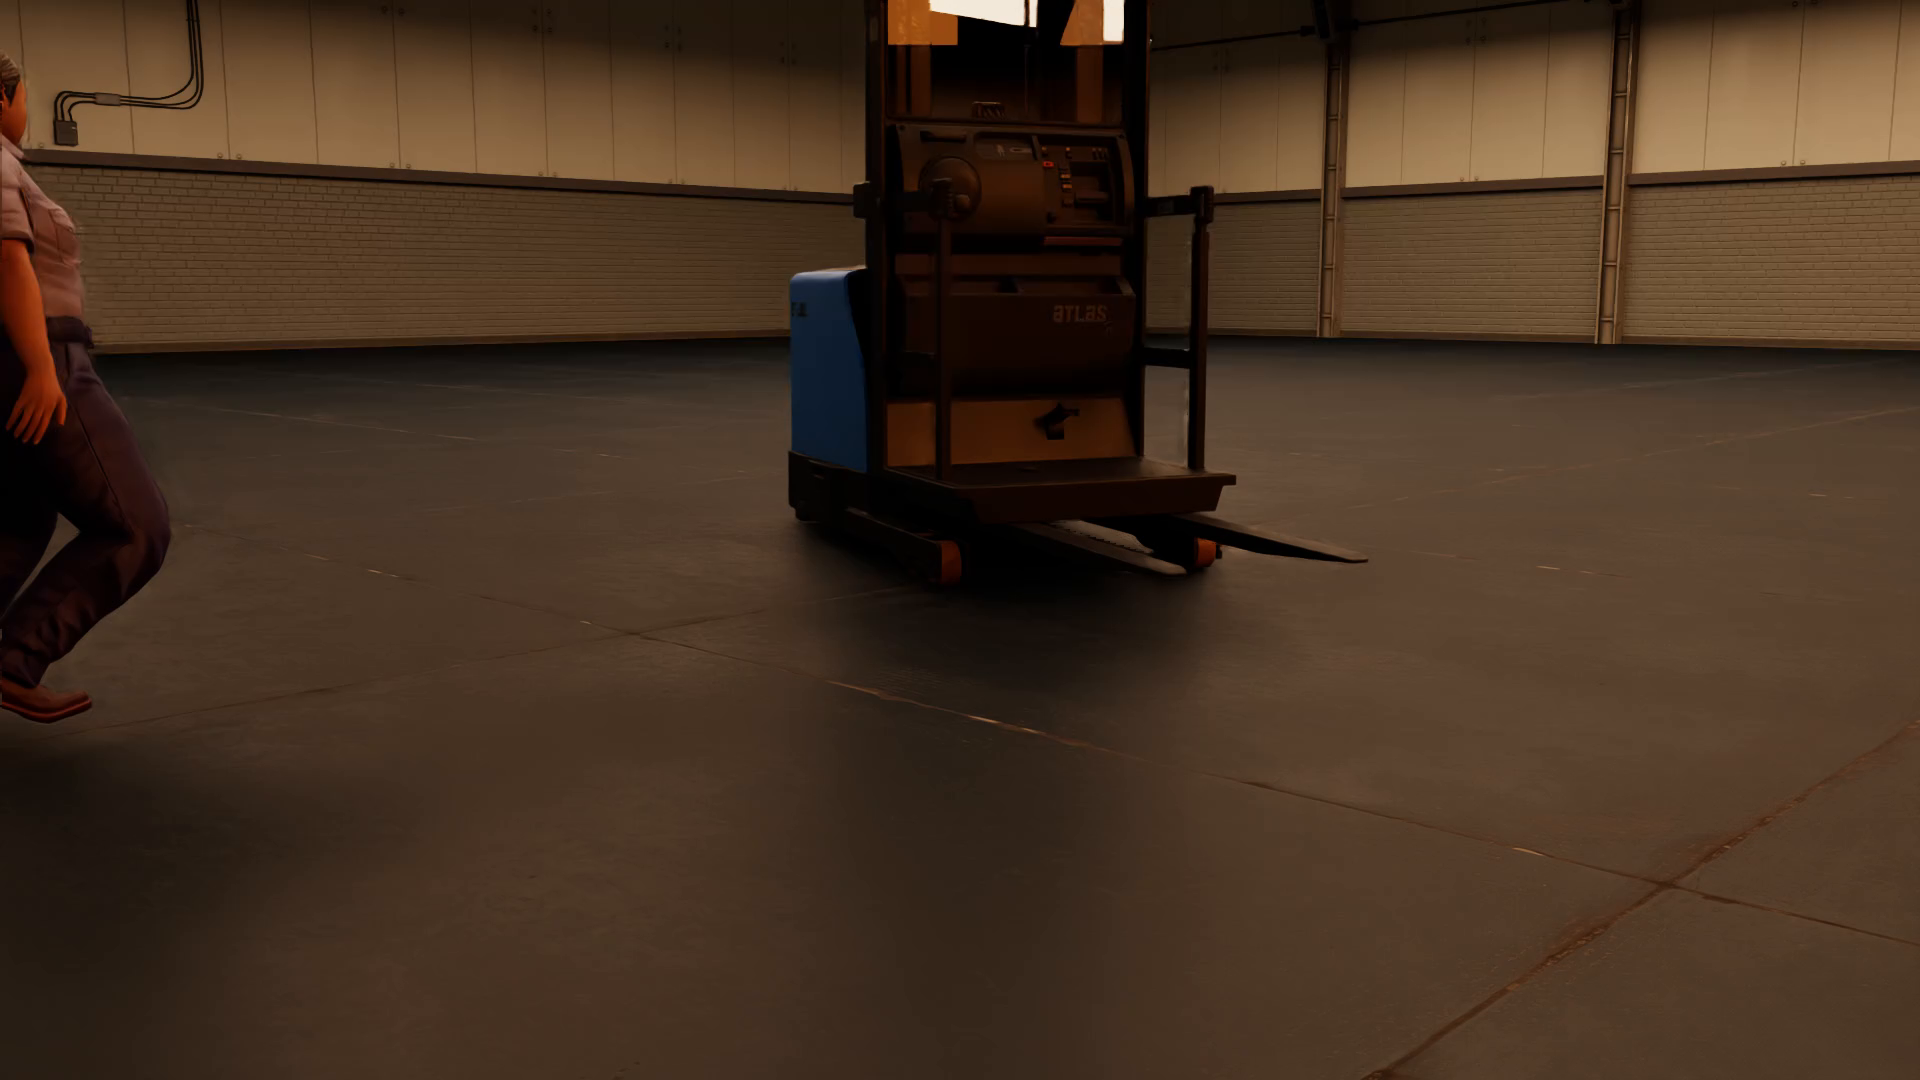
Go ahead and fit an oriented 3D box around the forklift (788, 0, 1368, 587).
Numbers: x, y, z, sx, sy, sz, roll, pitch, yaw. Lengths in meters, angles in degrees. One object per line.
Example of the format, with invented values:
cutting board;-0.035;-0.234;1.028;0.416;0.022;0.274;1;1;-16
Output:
forklift;0.294;-1.360;5.905;1.130;2.935;3.031;-4;9;-23

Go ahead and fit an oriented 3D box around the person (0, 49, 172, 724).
person;-2.169;-0.344;3.801;0.831;1.571;0.483;8;12;43
